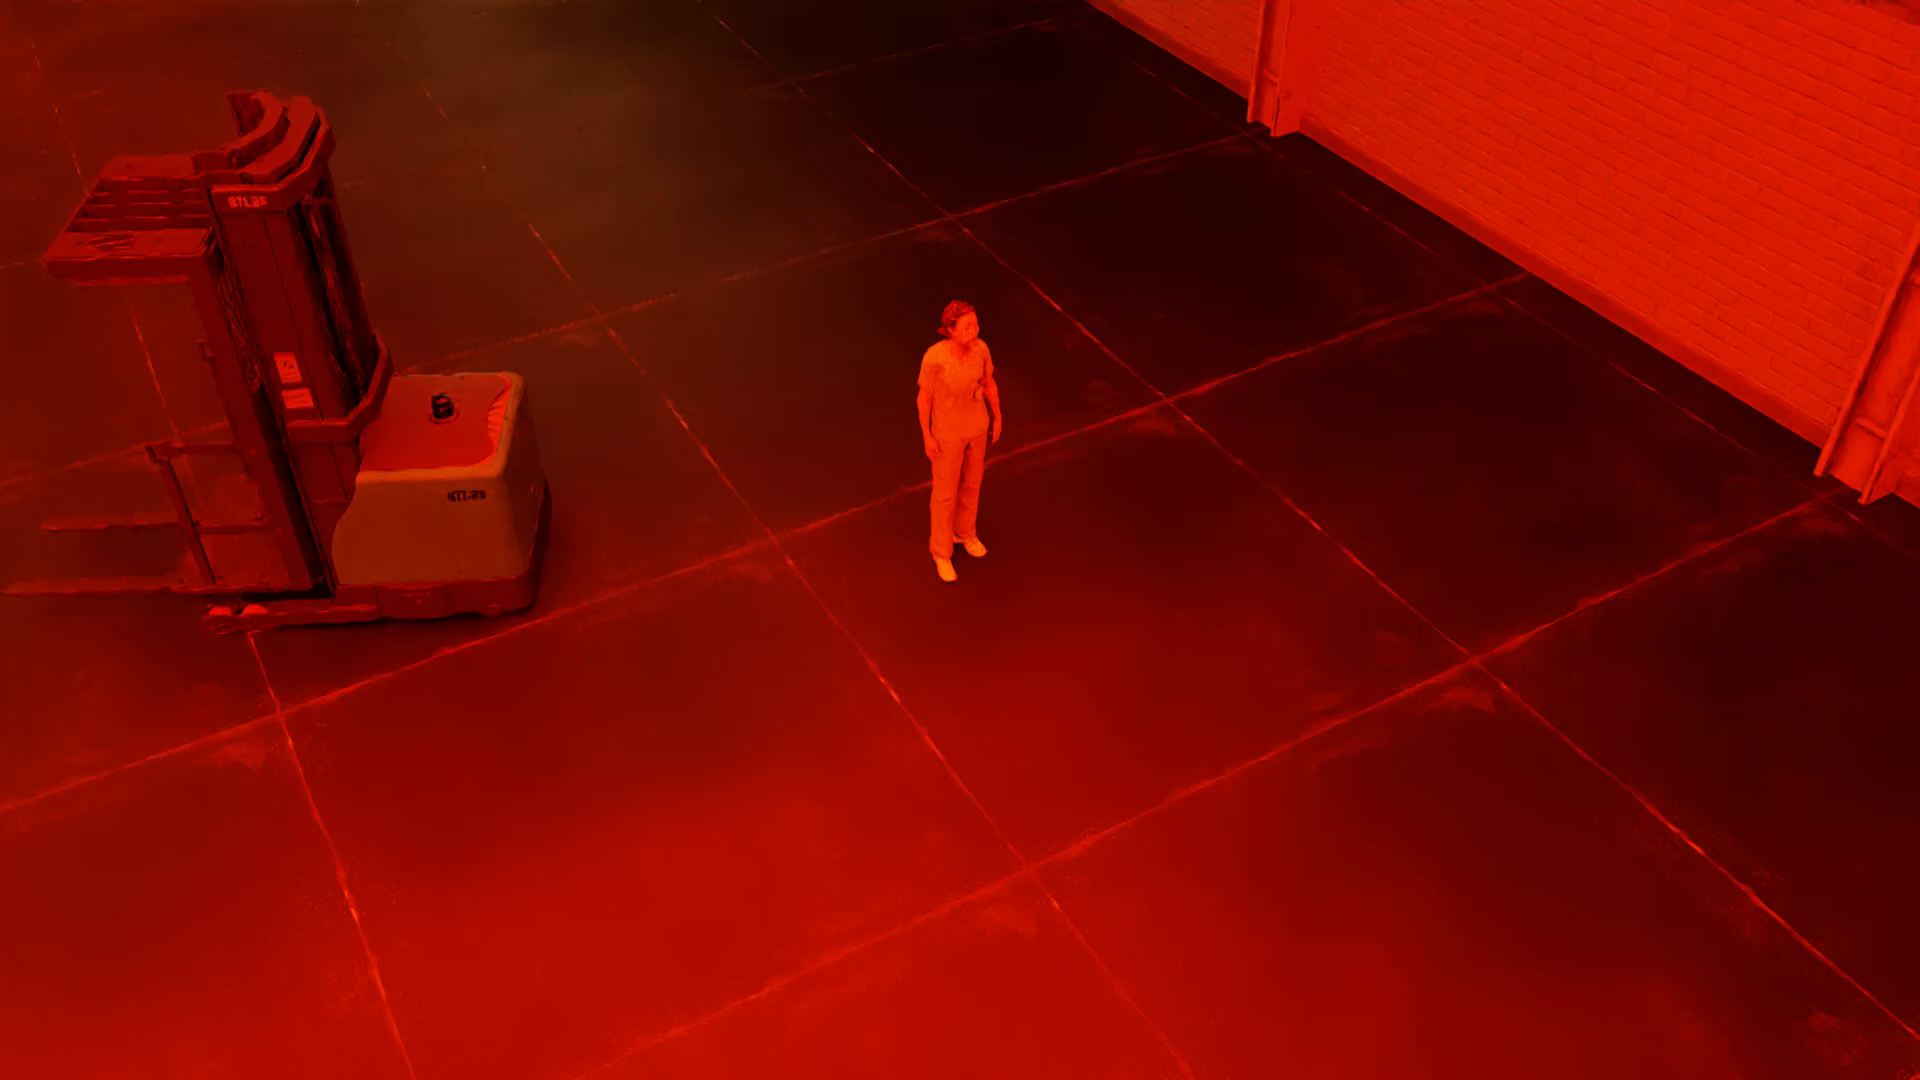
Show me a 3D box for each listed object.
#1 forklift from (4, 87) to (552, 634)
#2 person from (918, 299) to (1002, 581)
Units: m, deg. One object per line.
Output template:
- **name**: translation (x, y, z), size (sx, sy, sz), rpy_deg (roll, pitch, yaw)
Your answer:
- **forklift**: translation (-4.044, -0.934, 9.162), size (3.031, 2.935, 1.130), rpy_deg (-3, 40, -3)
- **person**: translation (0.026, -0.606, 9.738), size (0.550, 1.674, 0.548), rpy_deg (-20, 44, -23)
